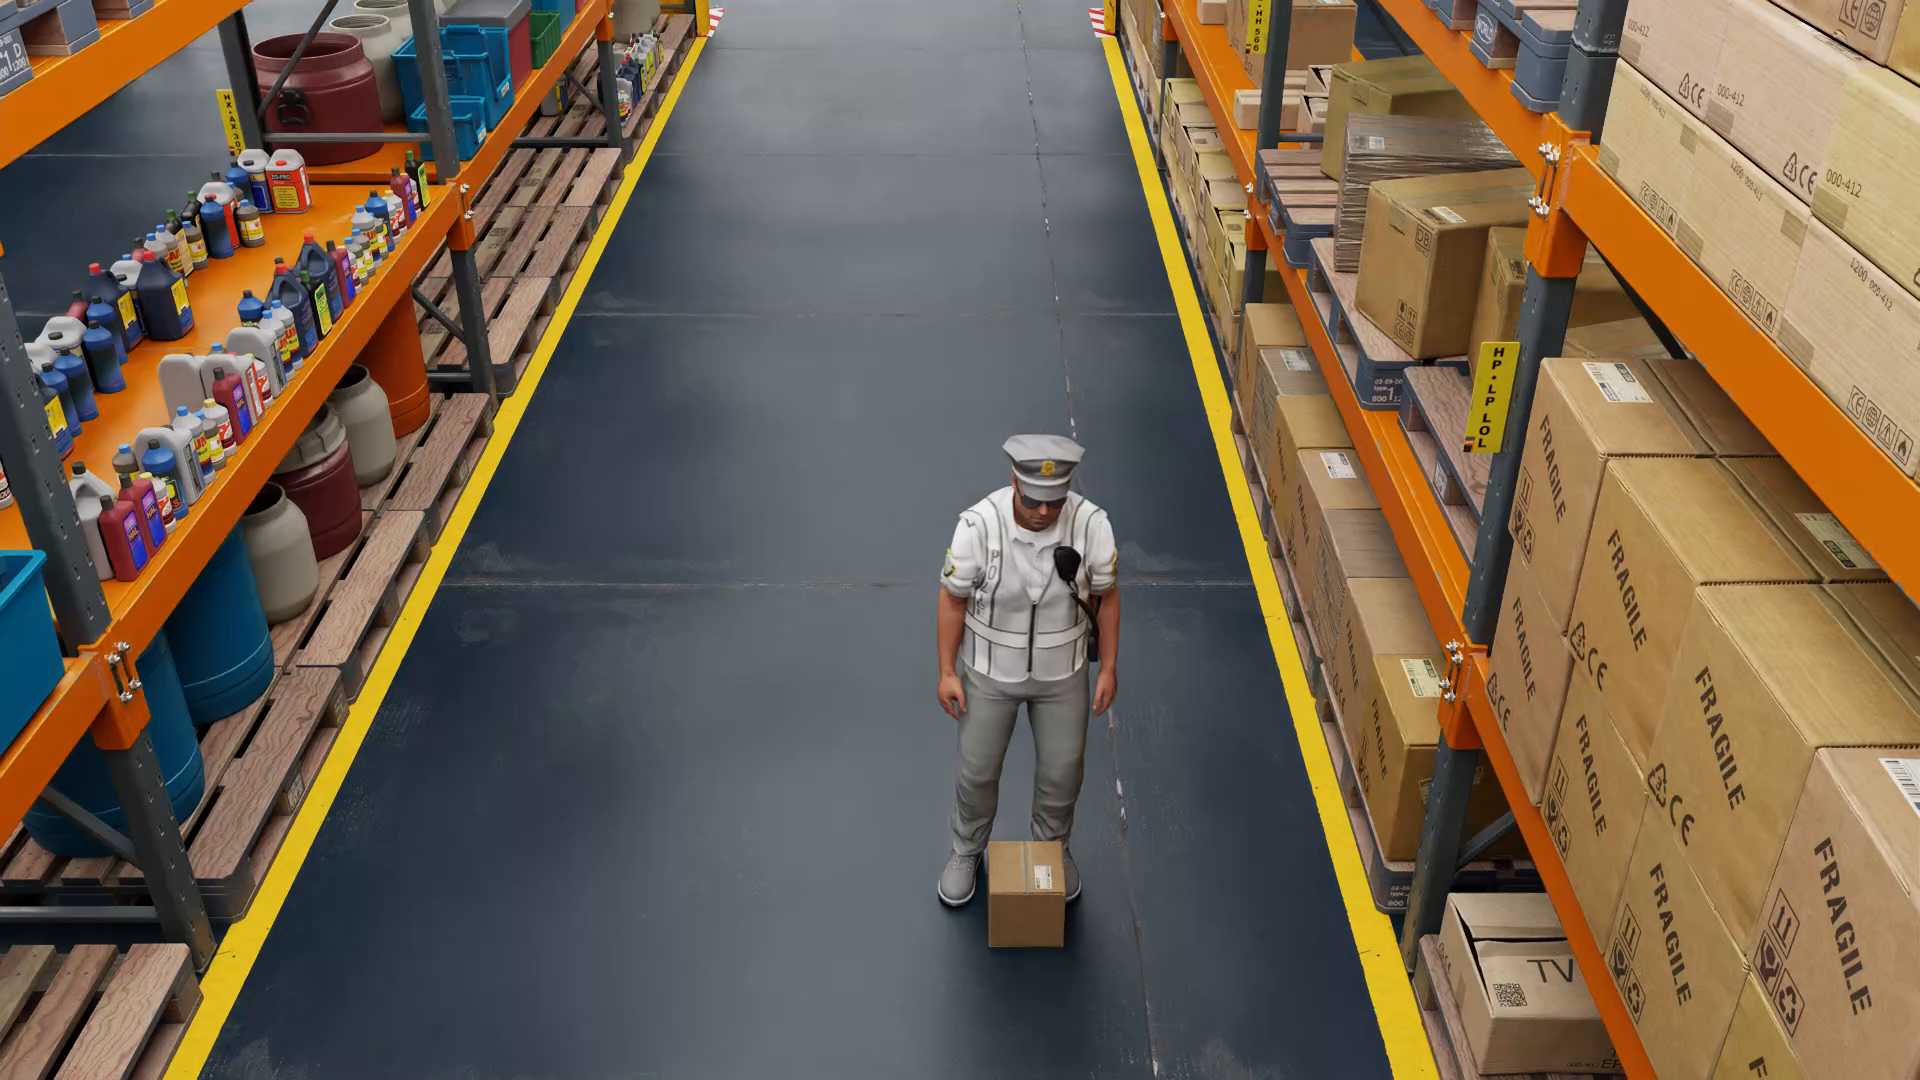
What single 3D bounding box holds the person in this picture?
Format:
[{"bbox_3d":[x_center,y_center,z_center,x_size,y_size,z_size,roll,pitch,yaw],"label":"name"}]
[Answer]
[{"bbox_3d":[0.218,0.410,5.452,0.600,1.749,0.429,-1,31,-2],"label":"person"}]
